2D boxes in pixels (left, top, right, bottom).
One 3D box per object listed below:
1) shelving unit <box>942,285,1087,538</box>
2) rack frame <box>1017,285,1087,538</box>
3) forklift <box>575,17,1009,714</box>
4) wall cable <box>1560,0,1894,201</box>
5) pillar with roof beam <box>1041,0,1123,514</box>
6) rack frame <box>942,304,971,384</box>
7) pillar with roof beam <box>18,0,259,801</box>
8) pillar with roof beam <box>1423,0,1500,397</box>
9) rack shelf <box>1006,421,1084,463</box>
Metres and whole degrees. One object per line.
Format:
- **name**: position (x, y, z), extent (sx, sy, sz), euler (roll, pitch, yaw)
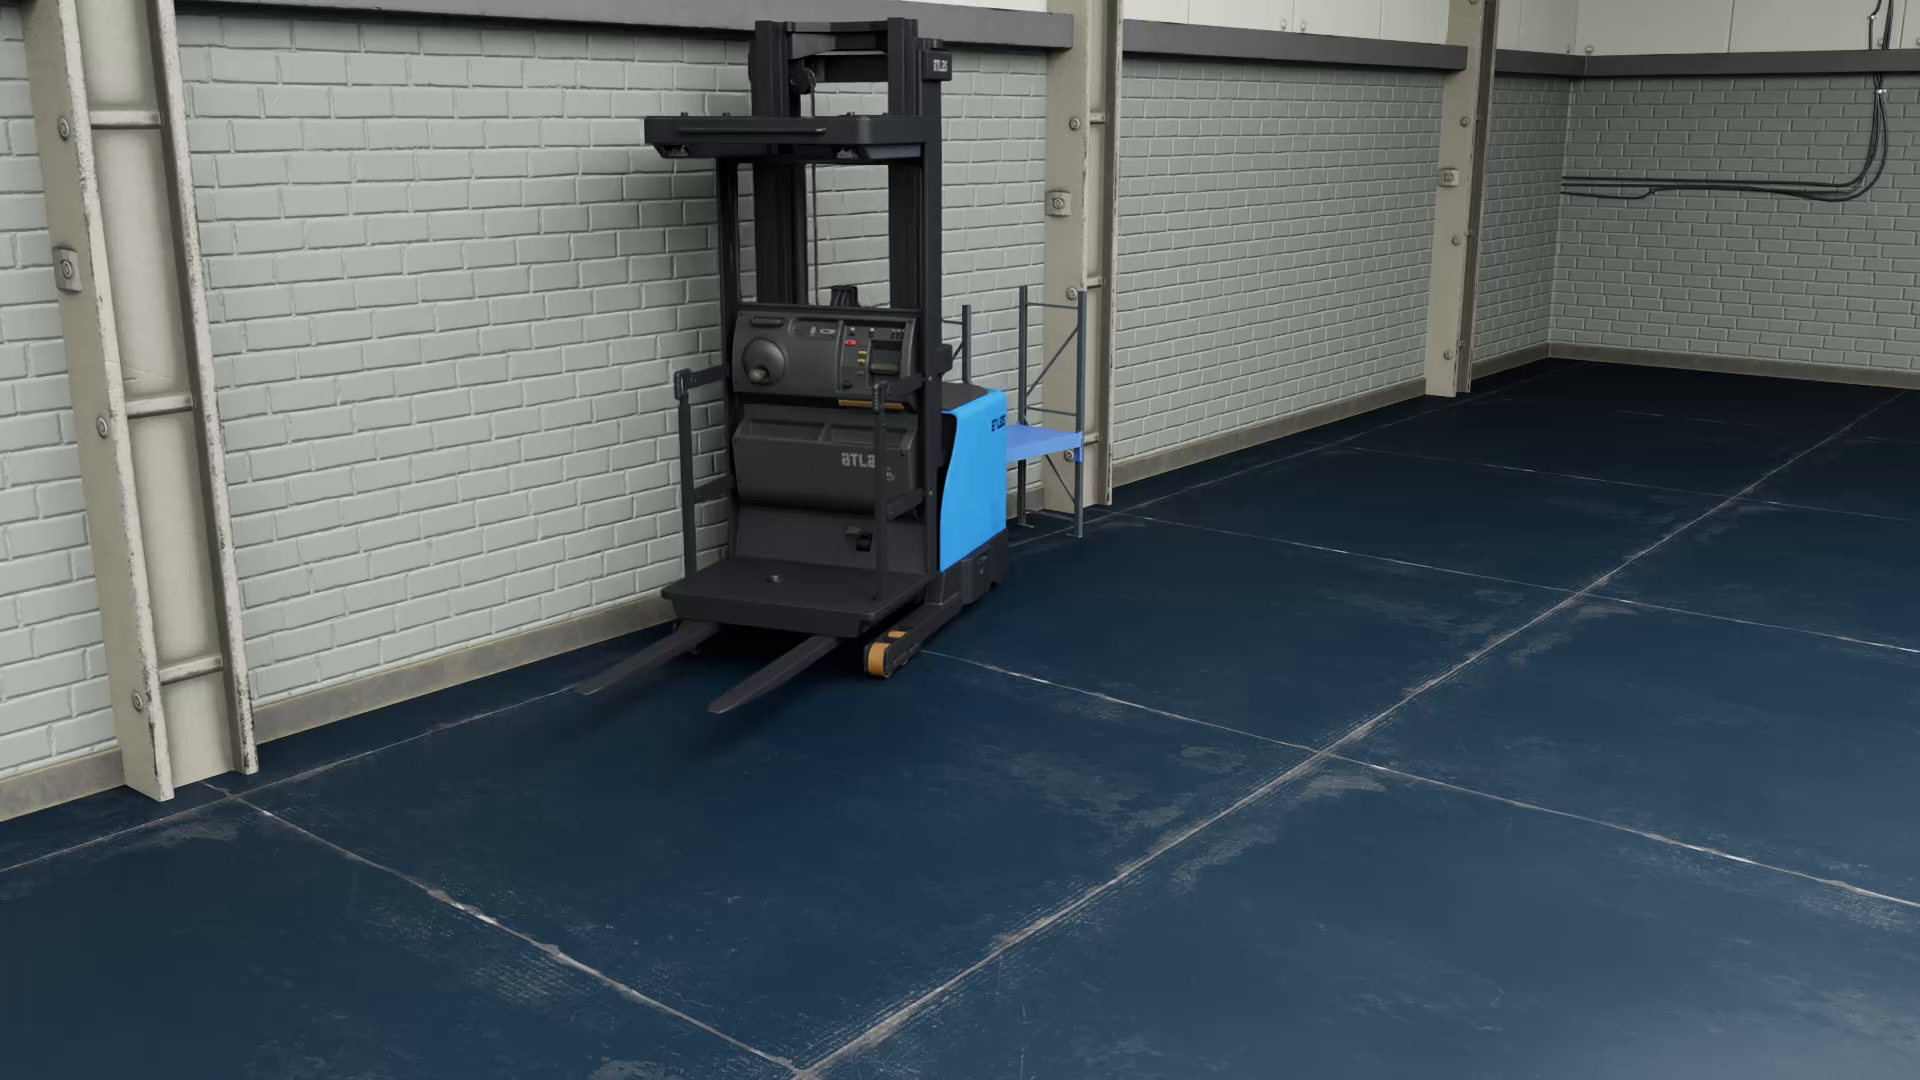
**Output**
- **shelving unit**: position (0.212, -0.689, 9.791), extent (0.538, 1.500, 1.048), euler (13, 19, 41)
- **rack frame**: position (0.555, -0.782, 10.154), extent (0.500, 1.500, 0.032), euler (13, 19, 41)
- **forklift**: position (-0.725, -0.902, 7.720), extent (1.130, 2.935, 3.031), euler (5, 15, 20)
- **wall cable**: position (7.422, -4.592, 16.228), extent (3.097, 2.526, 0.112), euler (11, 18, 38)
- **pillar with roof beam**: position (4.119, -3.922, 7.284), extent (9.100, 9.000, 0.400), euler (11, 18, 38)
- **rack frame**: position (-0.132, -0.597, 9.427), extent (0.500, 1.500, 0.032), euler (13, 19, 41)
- **pillar with roof beam**: position (0.348, -2.773, 2.761), extent (9.100, 9.000, 0.400), euler (11, 18, 38)
- **pillar with roof beam**: position (7.890, -5.071, 11.807), extent (9.100, 9.000, 0.400), euler (11, 18, 38)
- **rack shelf**: position (0.212, -0.515, 9.835), extent (0.538, 0.185, 1.000), euler (13, 19, 41)
